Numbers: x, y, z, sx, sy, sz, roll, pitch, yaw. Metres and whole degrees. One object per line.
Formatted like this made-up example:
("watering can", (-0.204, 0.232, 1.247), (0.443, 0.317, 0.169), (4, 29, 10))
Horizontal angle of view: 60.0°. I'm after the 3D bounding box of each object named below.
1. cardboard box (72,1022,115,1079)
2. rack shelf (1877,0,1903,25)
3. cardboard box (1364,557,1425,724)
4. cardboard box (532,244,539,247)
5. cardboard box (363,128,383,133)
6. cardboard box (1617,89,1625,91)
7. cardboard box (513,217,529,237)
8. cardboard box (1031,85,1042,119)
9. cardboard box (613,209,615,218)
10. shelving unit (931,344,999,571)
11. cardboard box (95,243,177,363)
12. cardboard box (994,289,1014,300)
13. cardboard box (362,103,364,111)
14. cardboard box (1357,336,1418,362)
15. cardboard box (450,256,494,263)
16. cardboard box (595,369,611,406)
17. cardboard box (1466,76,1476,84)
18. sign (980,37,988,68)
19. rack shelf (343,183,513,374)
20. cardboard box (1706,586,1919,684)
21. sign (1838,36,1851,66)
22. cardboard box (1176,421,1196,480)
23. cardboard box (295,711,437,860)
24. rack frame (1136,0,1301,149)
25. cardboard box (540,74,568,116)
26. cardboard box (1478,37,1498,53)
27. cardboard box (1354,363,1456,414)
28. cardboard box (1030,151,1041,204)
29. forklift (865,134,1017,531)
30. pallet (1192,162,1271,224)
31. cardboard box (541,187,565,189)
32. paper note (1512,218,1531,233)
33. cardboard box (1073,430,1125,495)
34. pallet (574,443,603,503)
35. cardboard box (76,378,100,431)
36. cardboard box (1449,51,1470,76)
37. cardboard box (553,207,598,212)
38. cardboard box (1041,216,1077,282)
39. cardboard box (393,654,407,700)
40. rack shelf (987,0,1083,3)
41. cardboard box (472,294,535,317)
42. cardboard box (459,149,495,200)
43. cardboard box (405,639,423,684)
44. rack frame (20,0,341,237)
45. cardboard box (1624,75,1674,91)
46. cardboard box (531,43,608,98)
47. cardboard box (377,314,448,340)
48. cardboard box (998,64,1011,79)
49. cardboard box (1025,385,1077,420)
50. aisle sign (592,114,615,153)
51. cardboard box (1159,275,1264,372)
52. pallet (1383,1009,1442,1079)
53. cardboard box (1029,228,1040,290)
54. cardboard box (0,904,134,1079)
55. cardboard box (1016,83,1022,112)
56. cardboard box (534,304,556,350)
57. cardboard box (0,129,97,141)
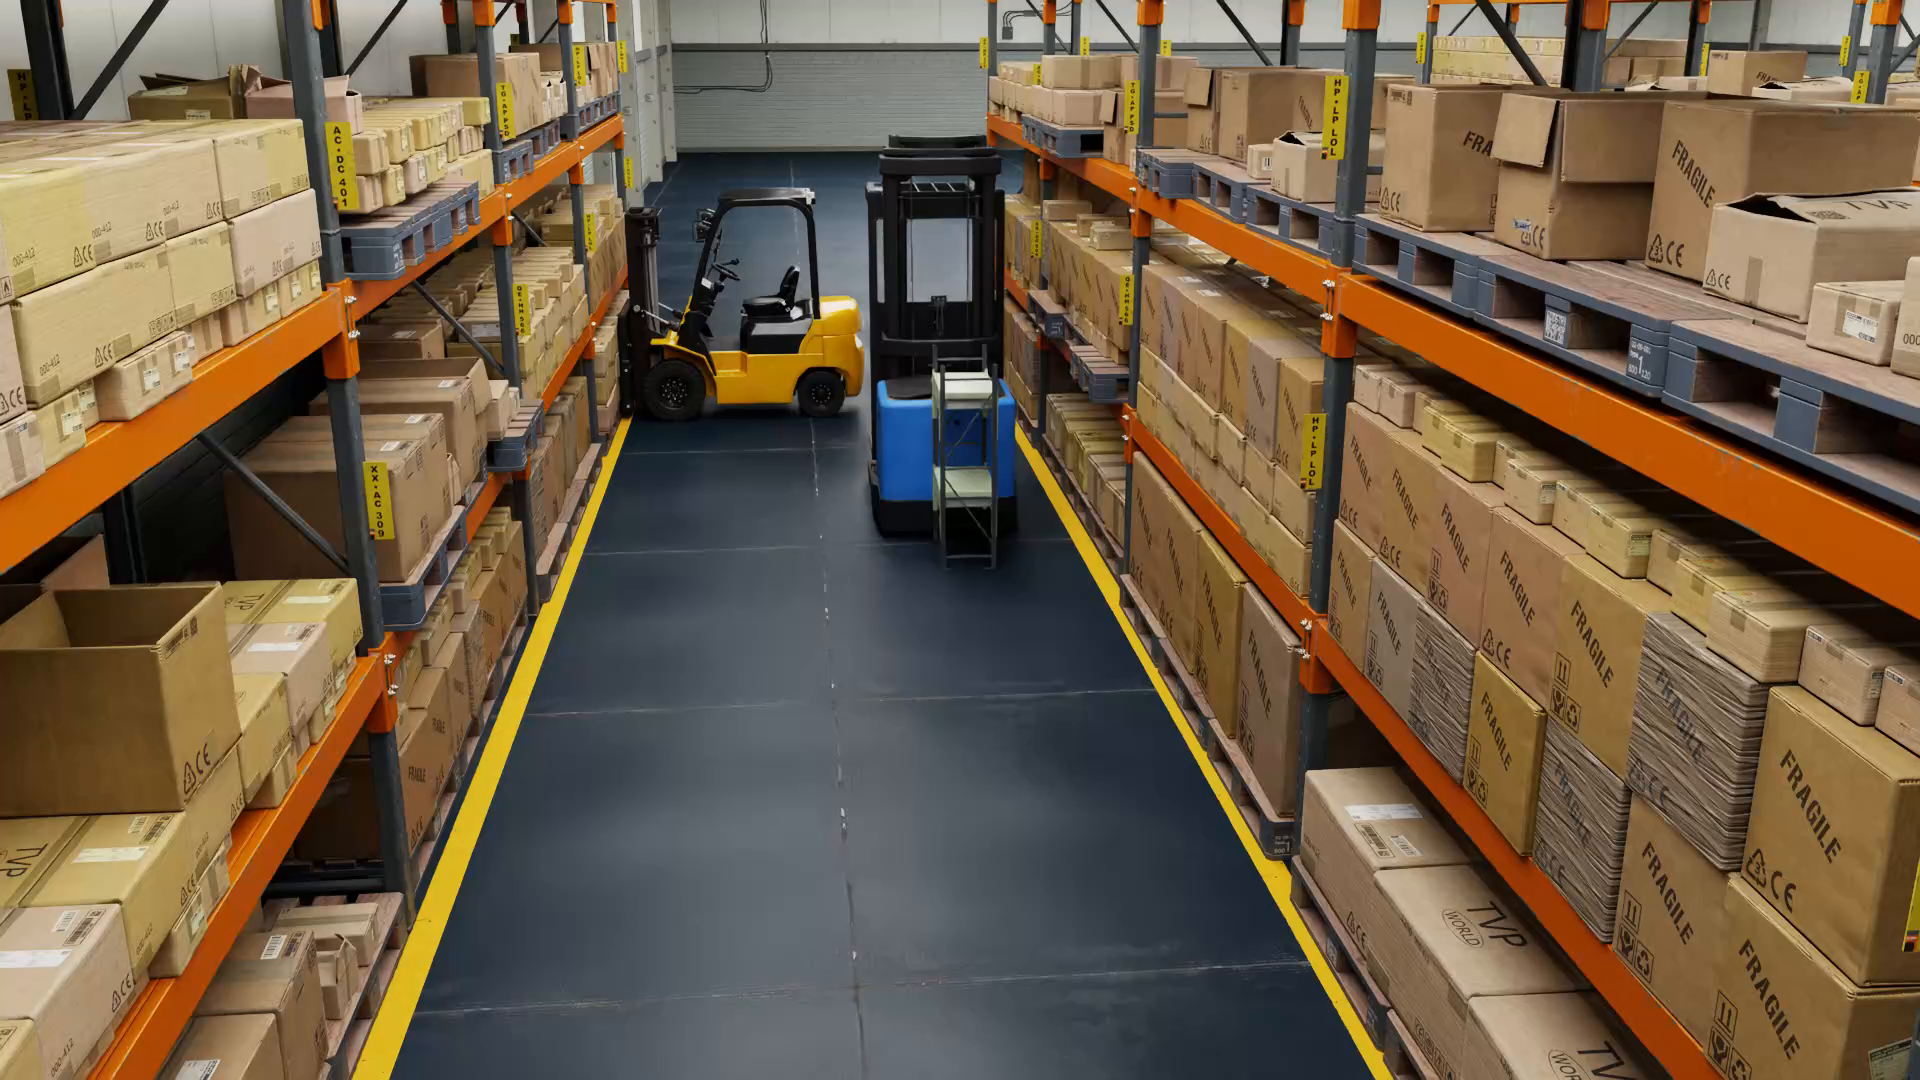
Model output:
("cardboard box", (-2.342, 1.250, 4.107), (0.380, 0.149, 0.250), (-1, 17, -4))
("rack shelf", (6.749, -2.988, 9.039), (1.077, 0.370, 4.000), (-2, 18, -6))
("cardboard box", (1.878, 0.369, 6.325), (0.500, 0.500, 0.500), (-2, 18, -5))
("cardboard box", (-4.083, -2.432, 15.247), (0.500, 0.500, 0.500), (-2, 17, -5))
("cardboard box", (-2.588, -1.607, 6.836), (0.380, 0.149, 0.250), (-1, 17, -5))
("cardboard box", (6.402, -4.203, 15.599), (0.380, 0.149, 0.250), (-2, 18, -5))
("cardboard box", (-4.038, -2.771, 14.748), (0.380, 0.149, 0.250), (-2, 18, -7))
("cardboard box", (0.878, -3.638, 13.798), (0.500, 0.250, 0.500), (-2, 18, -7))
("cardboard box", (-3.796, -3.410, 17.280), (0.380, 0.149, 0.250), (-1, 17, -5))
("shelving unit", (0.030, -0.609, 12.114), (0.431, 1.500, 0.755), (-1, 17, -5))
("cardboard box", (-2.446, -0.634, 4.434), (0.500, 0.250, 0.500), (-2, 18, -7))
("cardboard box", (0.615, -2.446, 18.099), (0.500, 0.500, 0.500), (-2, 18, -7))
("cardboard box", (-3.521, -2.342, 9.209), (0.380, 0.149, 0.250), (-2, 18, -6))
("cardboard box", (2.202, -0.696, 8.051), (0.500, 0.500, 0.500), (-2, 18, -6))
("cardboard box", (-3.897, -2.200, 13.426), (0.380, 0.149, 0.250), (-2, 18, -6))
("cardboard box", (-3.463, -1.390, 15.153), (0.500, 0.250, 0.500), (-2, 18, -6))
("cardboard box", (5.538, -4.785, 17.456), (0.380, 0.149, 0.250), (-2, 18, -5))
("sign", (0.264, -5.287, 18.044), (0.100, 0.325, 0.005), (-2, 18, -6))
("rack shelf", (-3.101, -1.410, 8.354), (1.077, 0.370, 4.000), (-2, 18, -6))
("cardboard box", (2.058, 0.227, 4.028), (0.380, 0.149, 0.250), (-2, 18, -6))
("sign", (10.122, -5.593, 19.019), (0.100, 0.325, 0.005), (-2, 18, -6))
("cardboard box", (1.548, -0.538, 9.635), (0.500, 0.250, 0.500), (-1, 17, -4))
("cardboard box", (-2.721, 1.115, 7.590), (0.500, 0.500, 0.500), (-1, 17, -3))
("rack frame", (1.629, -3.935, 10.187), (1.000, 3.000, 0.127), (-2, 18, -6))
("cardboard box", (-3.403, -3.538, 13.213), (0.500, 0.311, 0.500), (-2, 18, -7))
("cardboard box", (5.565, -5.091, 17.097), (0.380, 0.149, 0.250), (-2, 18, -6))
("cardboard box", (1.816, -0.613, 6.702), (0.380, 0.149, 0.250), (-2, 18, -6))
("cardboard box", (1.119, -3.826, 17.524), (0.700, 0.500, 0.500), (-2, 18, -5))
("forklift", (-0.209, -1.858, 13.703), (1.130, 2.935, 3.031), (-1, 17, -5))
("pallet", (1.867, -1.890, 8.998), (1.003, 0.211, 1.213), (-1, 17, -3))
("cardboard box", (-4.345, -3.613, 17.430), (0.380, 0.149, 0.250), (-1, 17, -4))
("paper note", (1.659, -0.930, 4.917), (0.006, 0.032, 0.123), (-2, 18, -6))
("cardboard box", (1.424, -0.633, 13.373), (0.950, 0.372, 0.625), (-1, 17, -4))
("pallet", (-3.605, -0.561, 14.112), (1.003, 0.211, 1.213), (-2, 18, -6))
("cardboard box", (-2.391, -0.329, 4.130), (0.380, 0.149, 0.250), (-2, 18, -6))
("cardboard box", (5.565, -5.086, 17.746), (0.500, 0.250, 0.500), (-2, 18, -6))
("cardboard box", (-3.588, -3.020, 15.543), (0.380, 0.149, 0.250), (-2, 18, -7))
("cardboard box", (0.980, -2.506, 14.286), (0.500, 0.500, 0.500), (-1, 17, -4))
("cardboard box", (-2.742, 0.624, 7.576), (0.380, 0.149, 0.250), (-3, 18, -8))
("rack shelf", (1.010, -5.378, 15.989), (1.077, 0.370, 4.000), (-2, 18, -6))
("cardboard box", (-3.168, -1.612, 11.554), (0.380, 0.149, 0.250), (-2, 17, -5))
("cardboard box", (-3.013, -2.132, 9.703), (0.500, 0.250, 0.500), (-2, 18, -7))
("cardboard box", (-2.852, 0.604, 8.135), (0.380, 0.149, 0.250), (-2, 18, -7))
("rack frame", (-2.895, -2.589, 5.899), (1.000, 3.000, 0.127), (-2, 18, -6))
("cardboard box", (5.944, -3.875, 14.360), (0.258, 0.266, 0.396), (-2, 18, -7))
("cardboard box", (-3.838, -4.596, 16.265), (0.700, 0.500, 0.500), (-2, 18, -5))
("cardboard box", (-3.542, -1.366, 10.770), (0.380, 0.149, 0.250), (-1, 17, -4))
("cardboard box", (0.596, -4.807, 17.062), (0.380, 0.149, 0.250), (-2, 18, -6))
("cardboard box", (0.888, -1.321, 15.765), (0.500, 0.250, 0.500), (-1, 17, -3))
("aisle sign", (-3.847, -4.570, 17.887), (0.394, 0.787, 0.004), (-2, 18, -6))
("cardboard box", (1.498, -1.295, 9.959), (0.500, 0.500, 0.500), (-2, 18, -5))
("pallet", (2.171, 2.043, 5.817), (1.003, 0.211, 1.213), (-2, 18, -6))
("cardboard box", (0.923, -2.579, 15.219), (0.500, 0.500, 0.500), (-2, 18, -7))
("cardboard box", (-2.313, 1.101, 3.915), (0.500, 0.250, 0.500), (-2, 17, -5))
("cardboard box", (0.812, -4.192, 15.767), (0.500, 0.250, 0.500), (-2, 18, -7))
("cardboard box", (-3.197, -1.530, 11.960), (0.500, 0.250, 0.500), (-2, 18, -7))
("cardboard box", (-3.058, -1.156, 5.263), (0.500, 0.250, 0.500), (-2, 18, -7))
